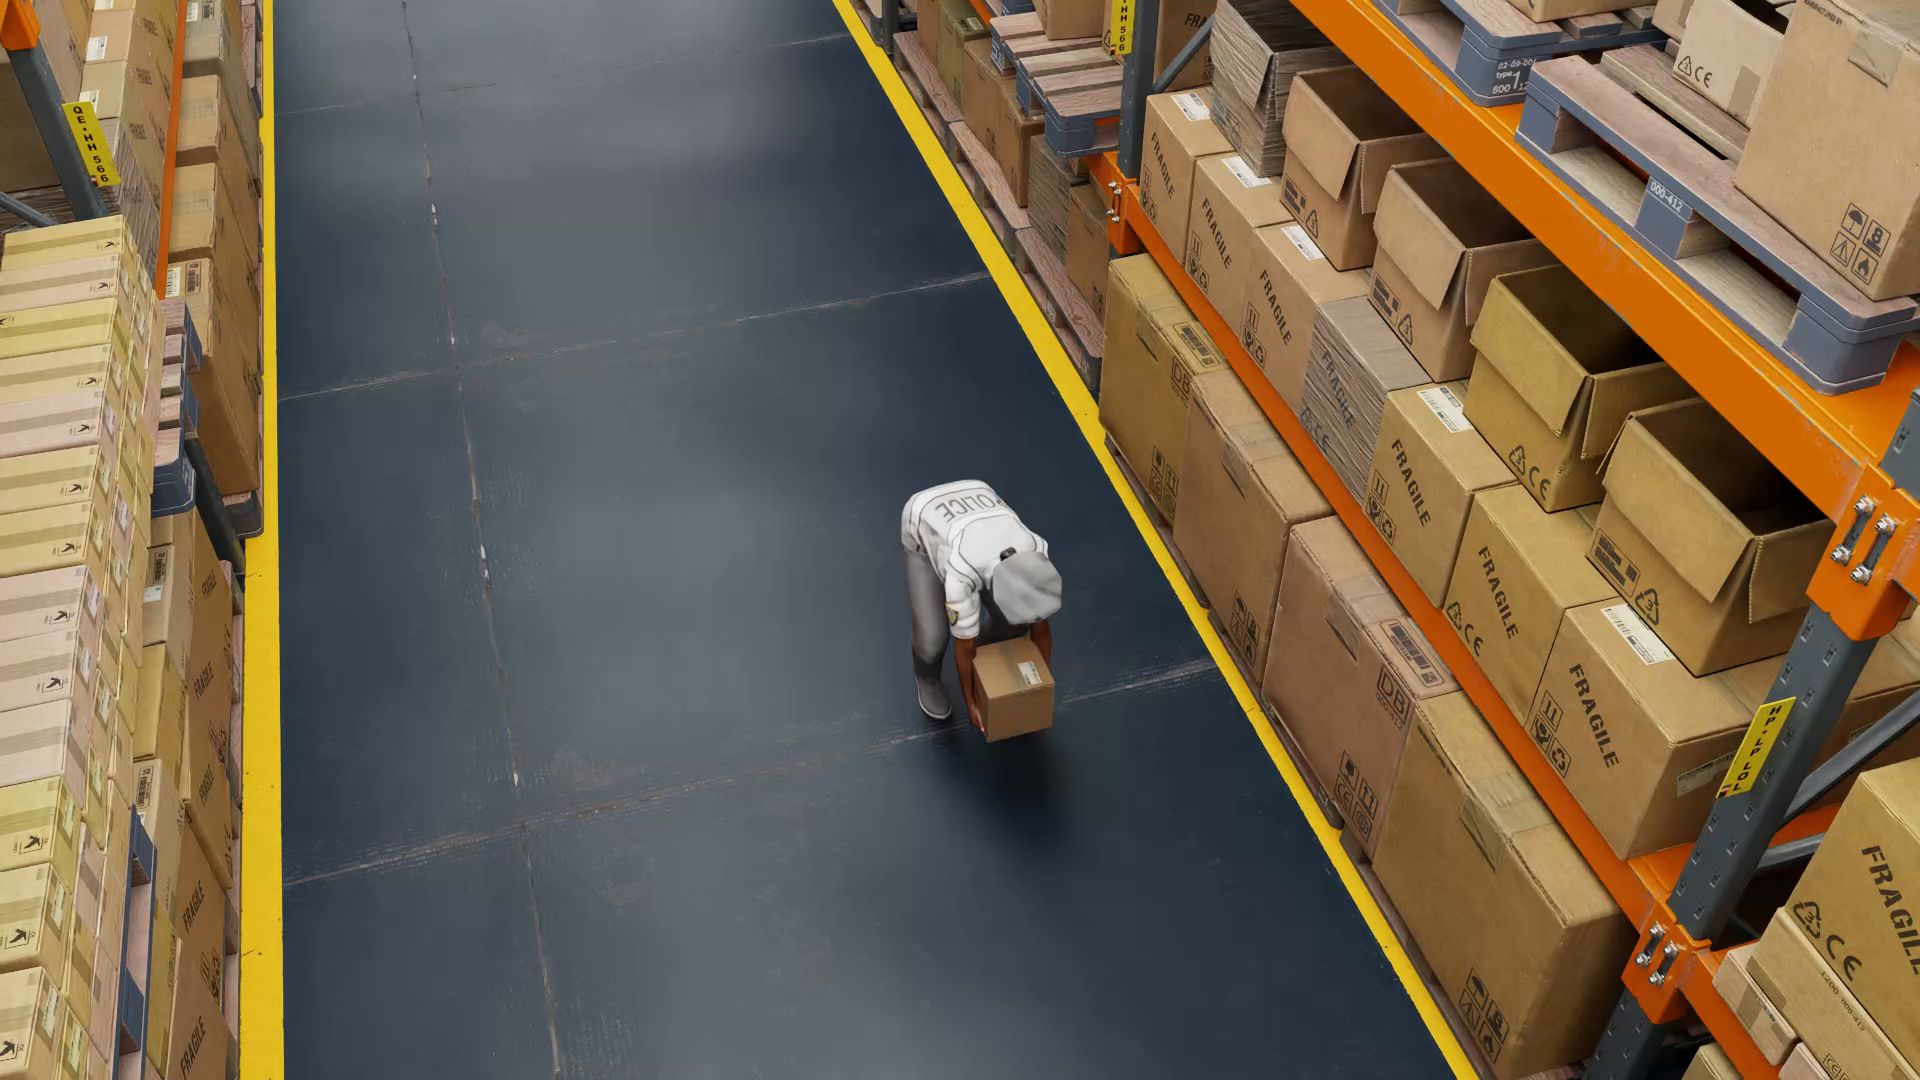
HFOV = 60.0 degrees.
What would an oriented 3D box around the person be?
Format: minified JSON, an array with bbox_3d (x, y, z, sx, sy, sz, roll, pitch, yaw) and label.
[{"bbox_3d":[0.074,0.305,6.205,0.447,1.158,0.924,-14,44,-15],"label":"person"}]
